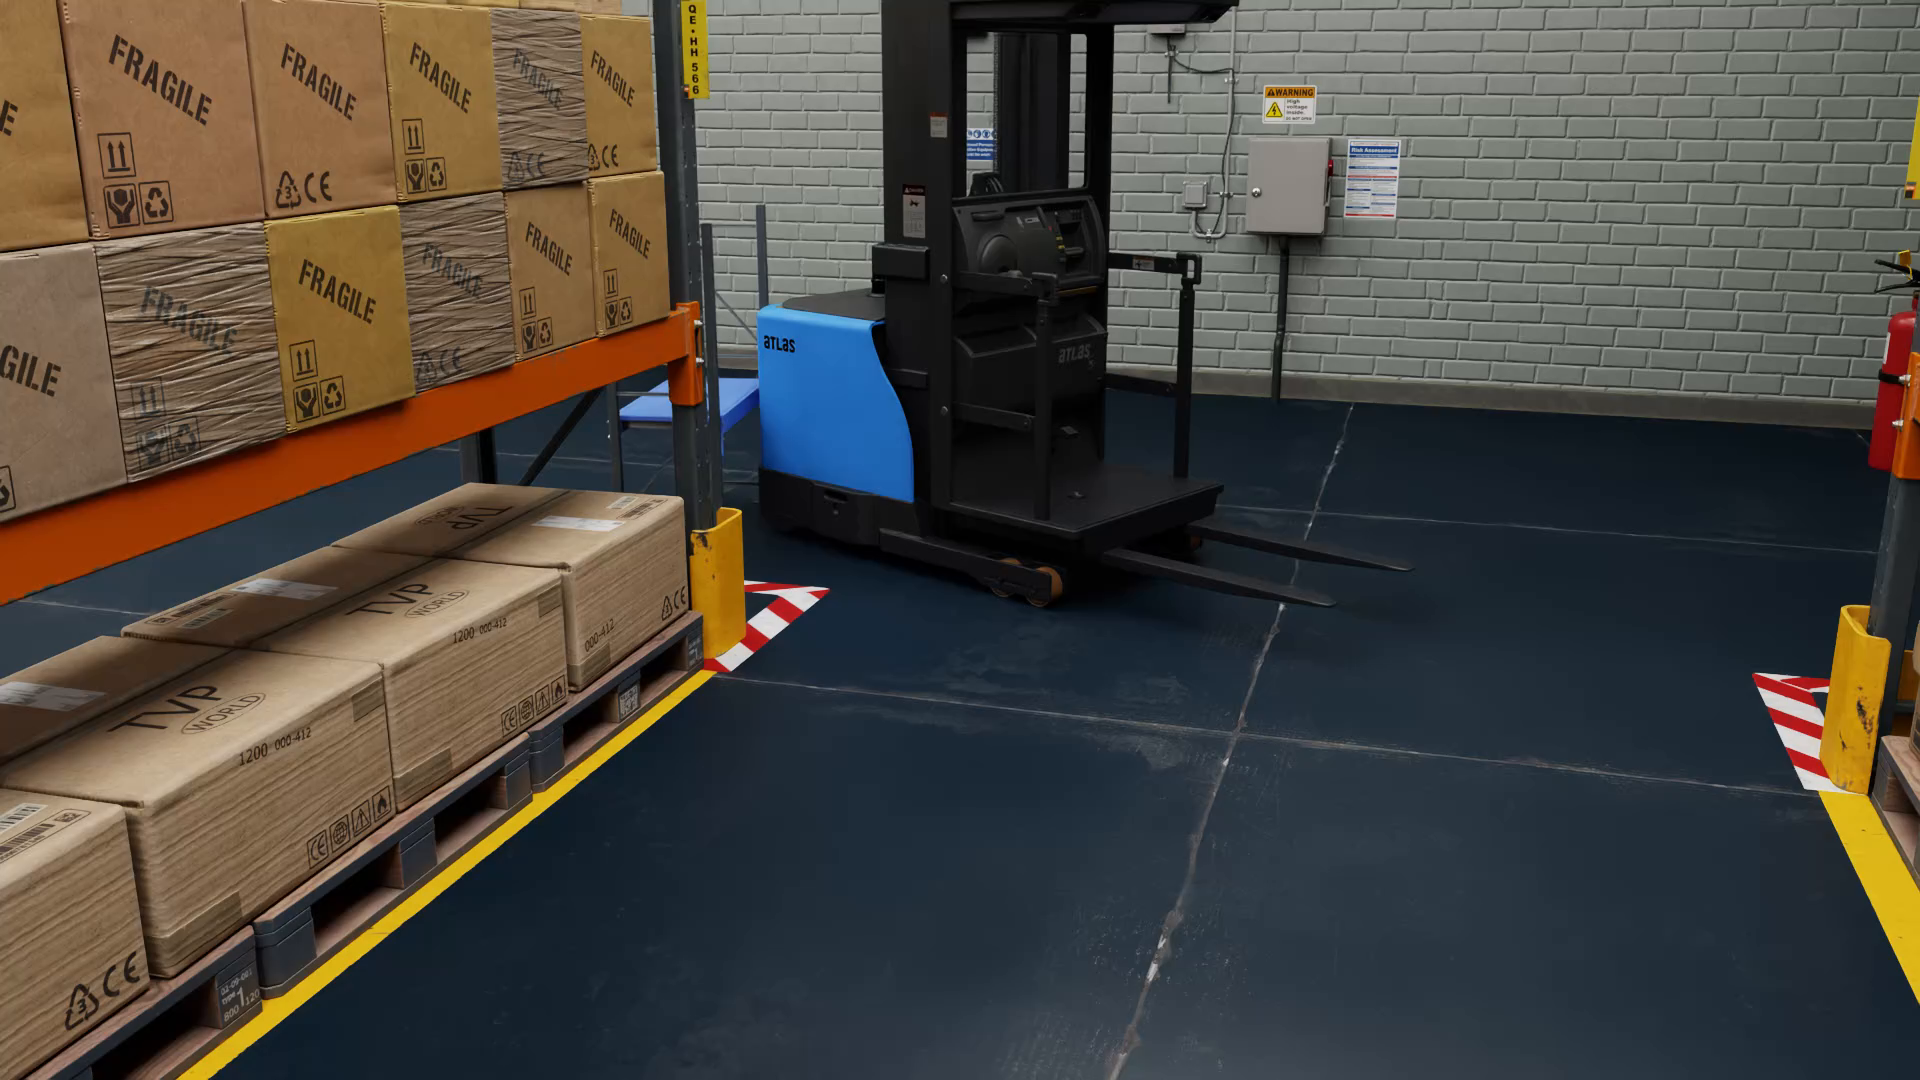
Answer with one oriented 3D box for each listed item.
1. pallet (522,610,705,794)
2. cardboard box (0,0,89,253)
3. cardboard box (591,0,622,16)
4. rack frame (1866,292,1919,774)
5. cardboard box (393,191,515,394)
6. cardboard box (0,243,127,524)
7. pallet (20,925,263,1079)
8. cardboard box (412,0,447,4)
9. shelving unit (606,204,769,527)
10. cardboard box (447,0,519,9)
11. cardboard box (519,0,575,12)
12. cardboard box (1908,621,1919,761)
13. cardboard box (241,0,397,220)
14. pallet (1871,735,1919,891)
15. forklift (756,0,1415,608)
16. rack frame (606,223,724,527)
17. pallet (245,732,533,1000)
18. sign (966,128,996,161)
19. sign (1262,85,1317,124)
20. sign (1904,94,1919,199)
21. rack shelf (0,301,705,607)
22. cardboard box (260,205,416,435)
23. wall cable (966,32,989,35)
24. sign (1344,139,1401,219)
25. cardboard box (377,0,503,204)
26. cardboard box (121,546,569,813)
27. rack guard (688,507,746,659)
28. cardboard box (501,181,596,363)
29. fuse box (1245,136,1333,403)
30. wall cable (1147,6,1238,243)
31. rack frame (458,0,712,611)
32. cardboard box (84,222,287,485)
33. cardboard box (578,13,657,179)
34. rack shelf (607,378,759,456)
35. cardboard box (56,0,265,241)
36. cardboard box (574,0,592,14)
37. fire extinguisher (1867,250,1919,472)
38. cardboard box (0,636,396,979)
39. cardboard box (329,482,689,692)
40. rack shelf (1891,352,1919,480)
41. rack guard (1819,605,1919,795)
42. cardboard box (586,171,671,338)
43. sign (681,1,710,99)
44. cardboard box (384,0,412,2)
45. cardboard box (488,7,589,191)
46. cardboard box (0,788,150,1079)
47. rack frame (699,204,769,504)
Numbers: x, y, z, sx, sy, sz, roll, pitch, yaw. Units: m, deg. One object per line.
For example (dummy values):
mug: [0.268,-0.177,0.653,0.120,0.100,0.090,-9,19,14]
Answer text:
pallet: [-1.589,0.483,5.741,1.003,0.211,1.213,5,16,16]
cardboard box: [-2.057,-0.794,3.116,0.500,0.500,0.500,4,16,15]
cardboard box: [-1.347,-1.806,5.495,0.380,0.149,0.250,5,17,17]
rack frame: [3.323,-0.690,4.765,1.000,3.000,0.127,5,16,16]
cardboard box: [-1.614,-0.710,4.652,0.500,0.500,0.500,5,17,17]
cardboard box: [-2.042,-0.309,3.240,0.500,0.500,0.500,5,17,16]
pallet: [-2.283,1.121,3.490,1.003,0.211,1.213,5,16,16]
cardboard box: [-1.642,-1.538,4.550,0.380,0.149,0.250,4,16,15]
shelving unit: [-1.251,-0.775,7.811,0.538,1.500,1.048,2,16,6]
cardboard box: [-1.500,-1.601,4.772,0.380,0.149,0.250,5,17,17]
cardboard box: [-1.389,-1.663,4.993,0.380,0.149,0.250,4,16,15]
cardboard box: [3.058,0.462,4.510,0.797,0.503,0.637,4,16,14]
cardboard box: [-1.755,-1.059,4.050,0.500,0.500,0.500,5,16,15]
pallet: [3.076,0.880,4.340,1.003,0.211,1.213,5,16,16]
forklift: [0.468,-1.295,7.024,3.031,2.935,1.130,14,21,40]
rack frame: [-1.308,-0.637,7.325,0.500,1.500,0.032,2,16,6]
pallet: [-1.938,0.801,4.619,1.003,0.211,1.213,5,16,16]
sign: [0.114,-2.701,11.359,0.327,0.218,0.001,5,16,16]
sign: [2.121,-2.806,10.711,0.339,0.242,0.001,5,16,16]
sign: [2.803,-1.149,4.795,0.100,0.325,0.005,5,16,16]
rack shelf: [-2.005,-0.205,4.372,1.077,0.370,4.000,5,16,16]
cardboard box: [-1.748,-0.574,4.172,0.500,0.500,0.500,5,17,18]
wall cable: [0.143,-3.055,11.183,0.585,1.953,0.123,5,16,16]
sign: [2.648,-2.320,10.686,0.329,0.494,0.001,5,16,16]
cardboard box: [-1.610,-1.190,4.514,0.500,0.500,0.500,5,16,16]
cardboard box: [-1.781,0.377,4.929,0.875,0.438,0.875,5,17,17]
rack guard: [-1.430,0.122,6.482,1.175,0.500,0.348,5,16,16]
cardboard box: [-1.477,-0.845,5.129,0.500,0.500,0.500,4,16,15]
fuse box: [2.116,-1.730,10.793,0.539,1.711,0.414,5,16,16]
wall cable: [1.506,-2.933,10.811,0.588,1.984,0.122,5,16,16]
rack frame: [-1.437,-1.074,6.119,1.000,3.000,0.127,5,16,16]
cardboard box: [-1.895,-0.439,3.697,0.500,0.500,0.500,5,17,16]
cardboard box: [-1.346,-1.459,5.459,0.500,0.500,0.500,5,17,18]
rack shelf: [-1.250,-0.602,7.860,0.538,0.185,1.000,2,16,6]
cardboard box: [-1.900,-0.927,3.586,0.500,0.500,0.500,5,17,17]
cardboard box: [-1.396,-1.738,5.254,0.380,0.149,0.250,5,17,17]
fire extinguisher: [2.922,-0.548,5.089,0.296,0.674,0.183,5,16,16]
cardboard box: [-2.039,0.613,4.097,0.875,0.438,0.875,4,16,14]
cardboard box: [-1.529,0.137,5.775,0.875,0.438,0.875,4,16,14]
rack shelf: [2.755,0.179,3.019,1.077,0.370,4.000,5,16,16]
rack guard: [3.301,0.532,5.036,1.175,0.500,0.348,5,16,16]
cardboard box: [-1.320,-0.975,5.588,0.500,0.500,0.500,5,17,16]
sign: [-0.921,-1.699,5.767,0.100,0.325,0.005,5,16,16]
cardboard box: [-1.657,-1.468,4.303,0.380,0.149,0.250,5,17,17]
cardboard box: [-1.466,-1.320,4.969,0.500,0.500,0.500,5,16,16]
cardboard box: [-2.292,0.847,3.271,0.875,0.438,0.875,4,16,15]
rack frame: [-1.193,-0.913,8.297,0.500,1.500,0.032,2,16,6]
